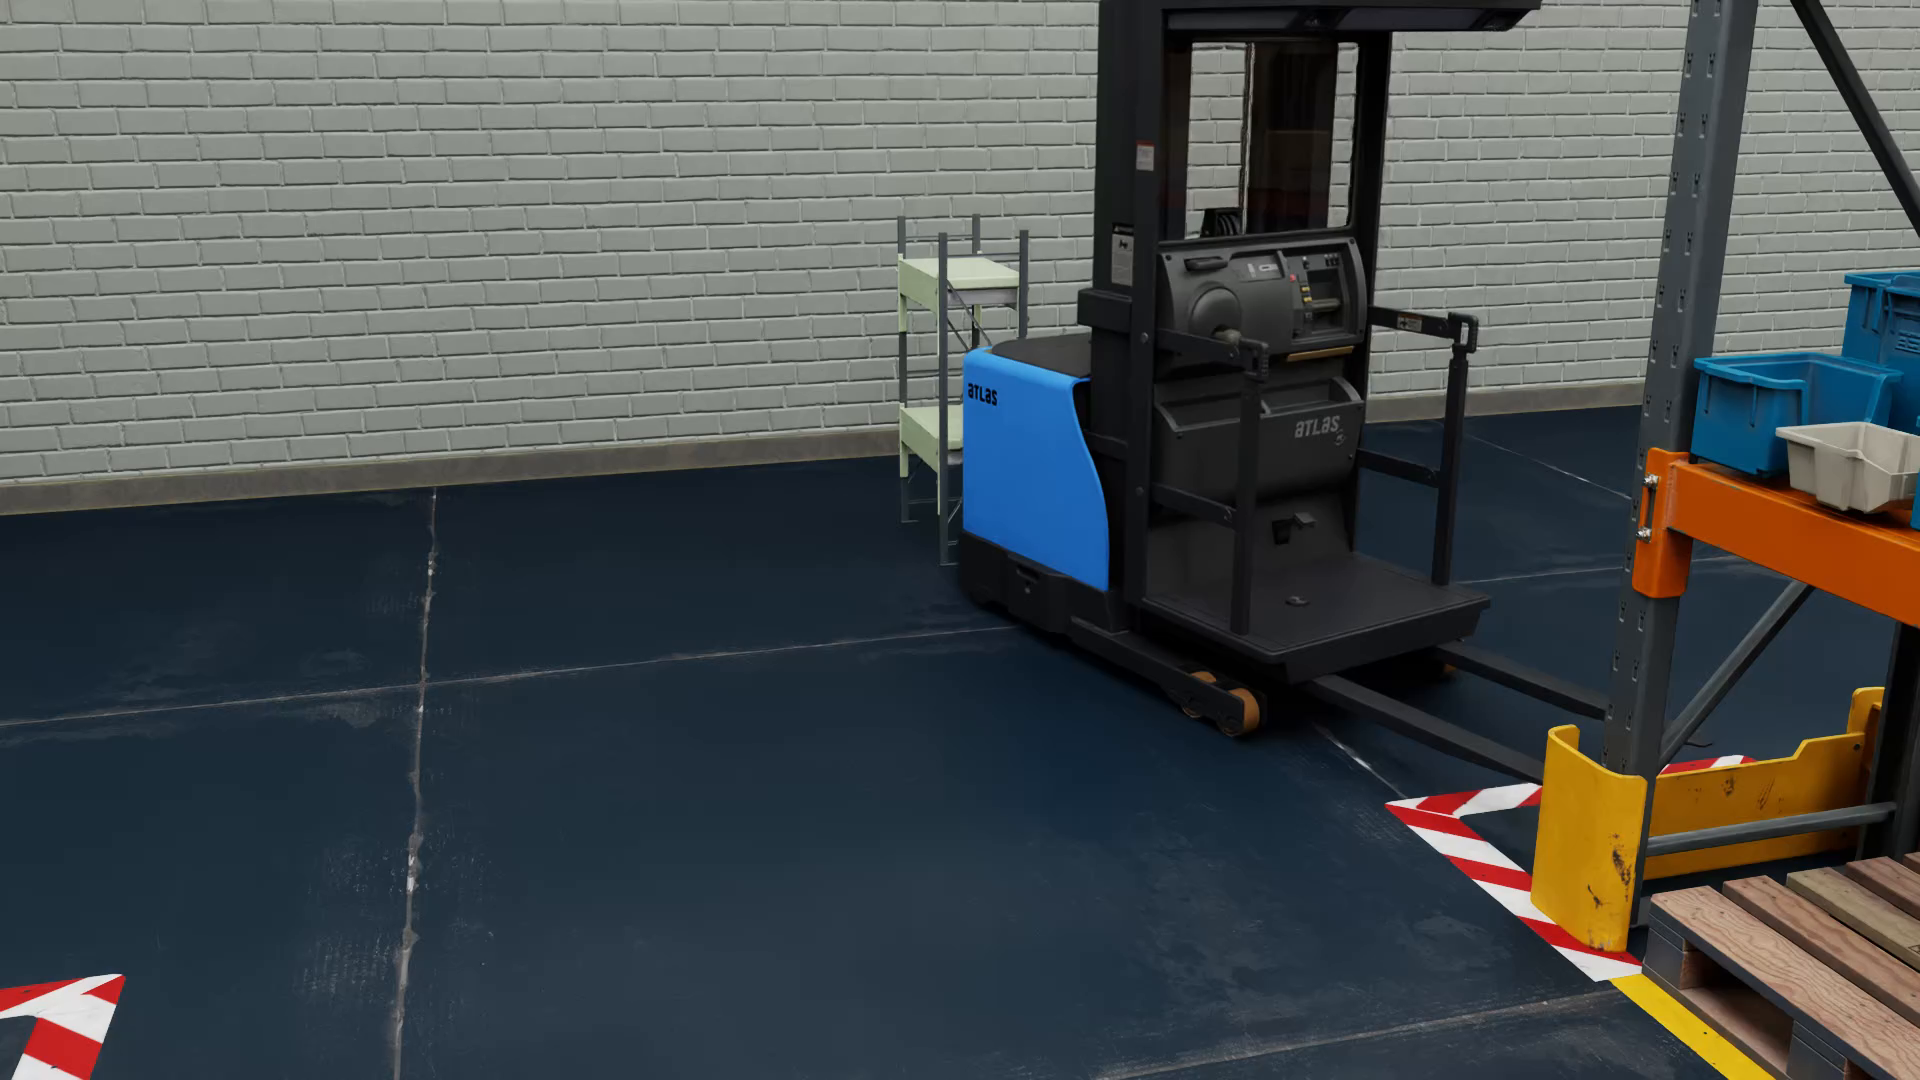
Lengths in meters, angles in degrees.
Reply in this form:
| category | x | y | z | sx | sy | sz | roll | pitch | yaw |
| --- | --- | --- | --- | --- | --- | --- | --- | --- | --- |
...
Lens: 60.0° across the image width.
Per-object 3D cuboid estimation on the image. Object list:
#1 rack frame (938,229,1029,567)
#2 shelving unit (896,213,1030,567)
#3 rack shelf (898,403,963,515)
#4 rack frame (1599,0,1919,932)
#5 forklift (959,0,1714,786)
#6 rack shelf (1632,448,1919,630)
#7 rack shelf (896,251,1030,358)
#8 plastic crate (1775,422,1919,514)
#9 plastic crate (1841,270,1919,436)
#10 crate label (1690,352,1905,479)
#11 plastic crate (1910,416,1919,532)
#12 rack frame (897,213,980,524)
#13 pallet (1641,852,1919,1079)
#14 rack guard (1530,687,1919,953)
| category | x | y | z | sx | sy | sz | roll | pitch | yaw |
| --- | --- | --- | --- | --- | --- | --- | --- | --- | --- |
| rack frame | 0.102 | -0.615 | 7.393 | 0.400 | 1.500 | 0.023 | -5 | 17 | -15 |
| shelving unit | 0.002 | -0.716 | 7.730 | 0.431 | 1.500 | 0.755 | -5 | 17 | -15 |
| rack shelf | 0.002 | -0.404 | 7.824 | 0.431 | 0.370 | 0.720 | -5 | 17 | -15 |
| rack frame | 2.196 | -0.439 | 4.198 | 1.000 | 3.000 | 0.127 | -5 | 17 | -15 |
| forklift | 1.218 | -0.883 | 5.797 | 1.130 | 2.935 | 3.031 | -11 | 20 | -31 |
| rack shelf | 2.746 | 0.459 | 2.460 | 1.077 | 0.370 | 4.000 | -5 | 17 | -15 |
| rack shelf | 0.002 | -1.090 | 7.618 | 0.431 | 0.370 | 0.720 | -5 | 17 | -15 |
| plastic crate | 1.956 | -0.152 | 3.597 | 0.250 | 0.136 | 0.298 | -5 | 17 | -15 |
| plastic crate | 2.468 | -0.406 | 3.925 | 0.616 | 0.435 | 0.499 | -5 | 17 | -15 |
| crate label | 1.948 | -0.293 | 3.900 | 0.416 | 0.233 | 0.303 | -5 | 17 | -15 |
| plastic crate | 2.129 | -0.111 | 3.294 | 0.416 | 0.233 | 0.300 | -5 | 17 | -15 |
| rack frame | -0.099 | -0.818 | 8.067 | 0.400 | 1.500 | 0.023 | -5 | 17 | -15 |
| pallet | 2.386 | 1.128 | 3.830 | 1.003 | 0.211 | 1.213 | -5 | 17 | -15 |
| rack guard | 2.177 | 0.753 | 4.577 | 1.175 | 0.500 | 0.348 | -5 | 17 | -15 |
